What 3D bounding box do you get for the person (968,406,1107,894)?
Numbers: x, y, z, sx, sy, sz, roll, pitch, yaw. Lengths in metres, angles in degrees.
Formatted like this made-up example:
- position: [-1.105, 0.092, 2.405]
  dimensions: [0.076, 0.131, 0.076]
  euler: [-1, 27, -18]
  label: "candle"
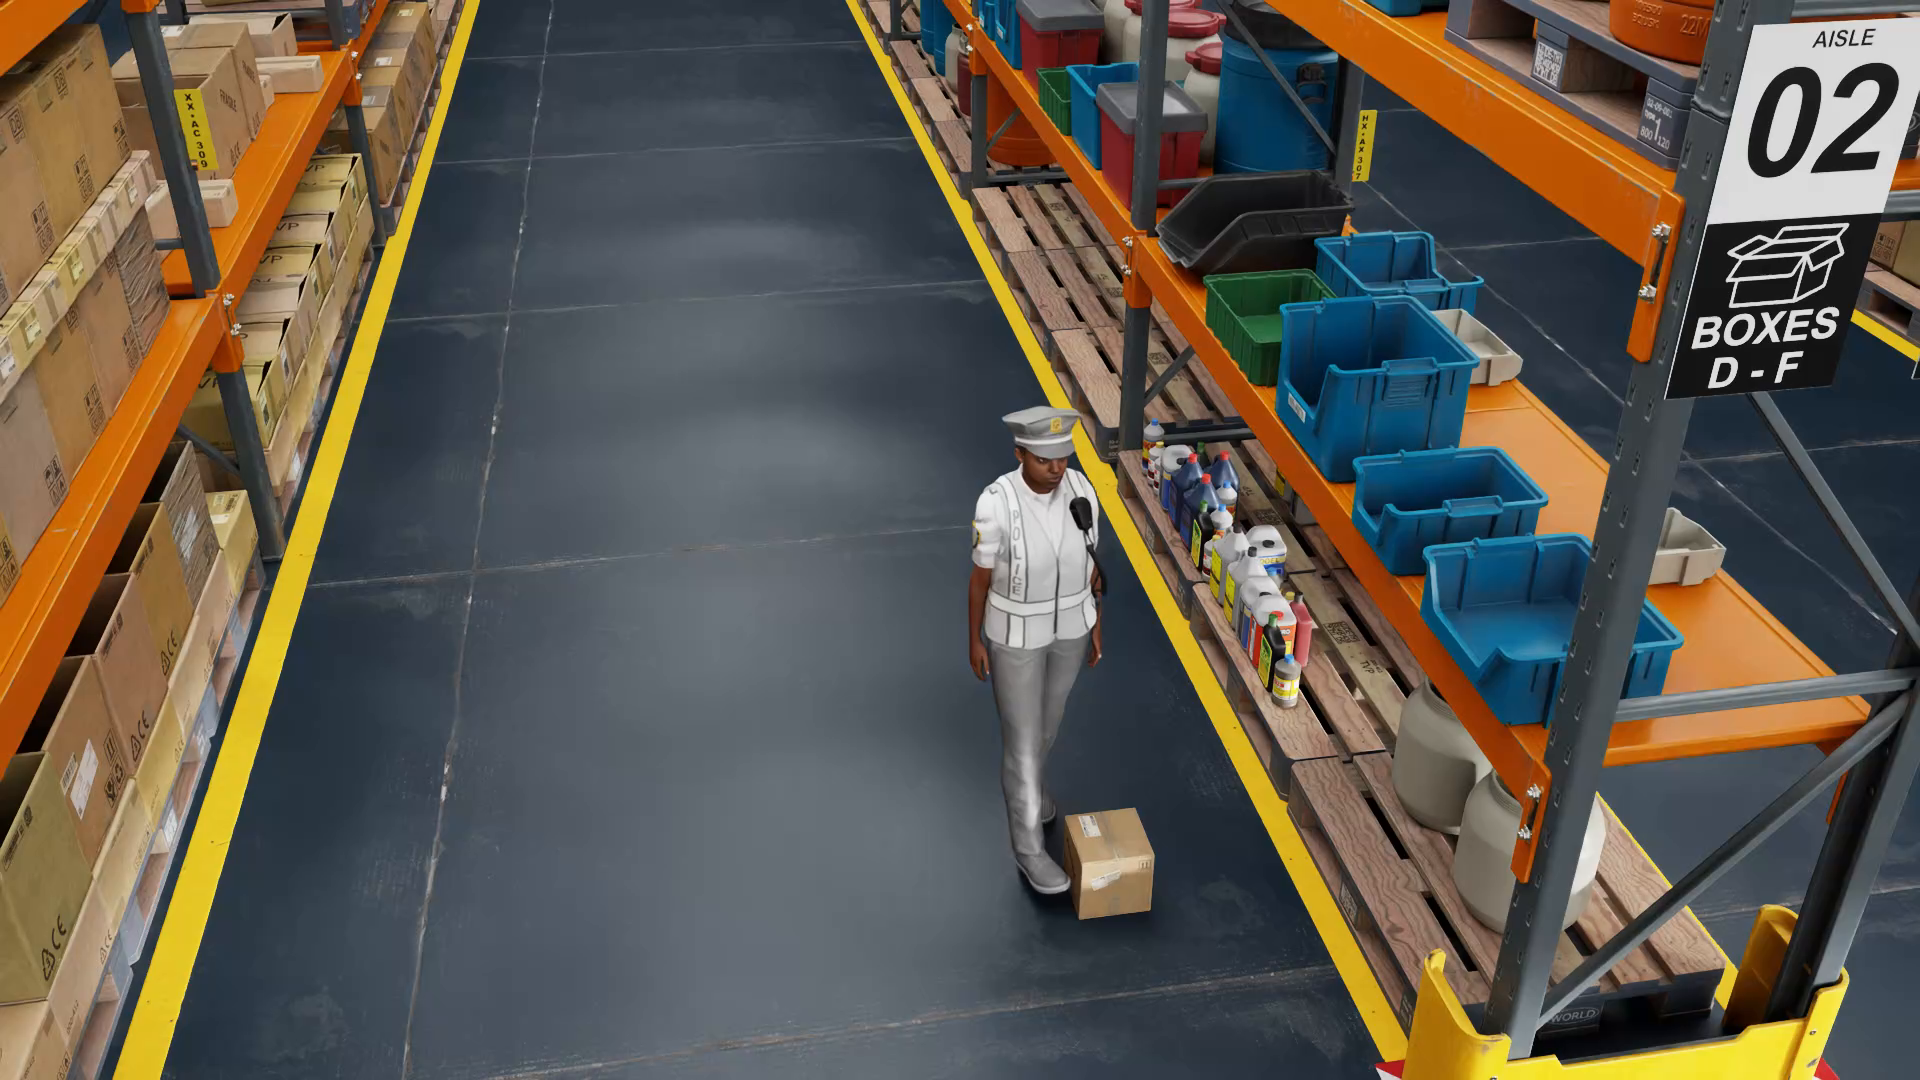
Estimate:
- position: [0.307, 0.350, 5.519]
  dimensions: [0.462, 1.673, 0.698]
  euler: [-13, 33, -20]
  label: "person"
